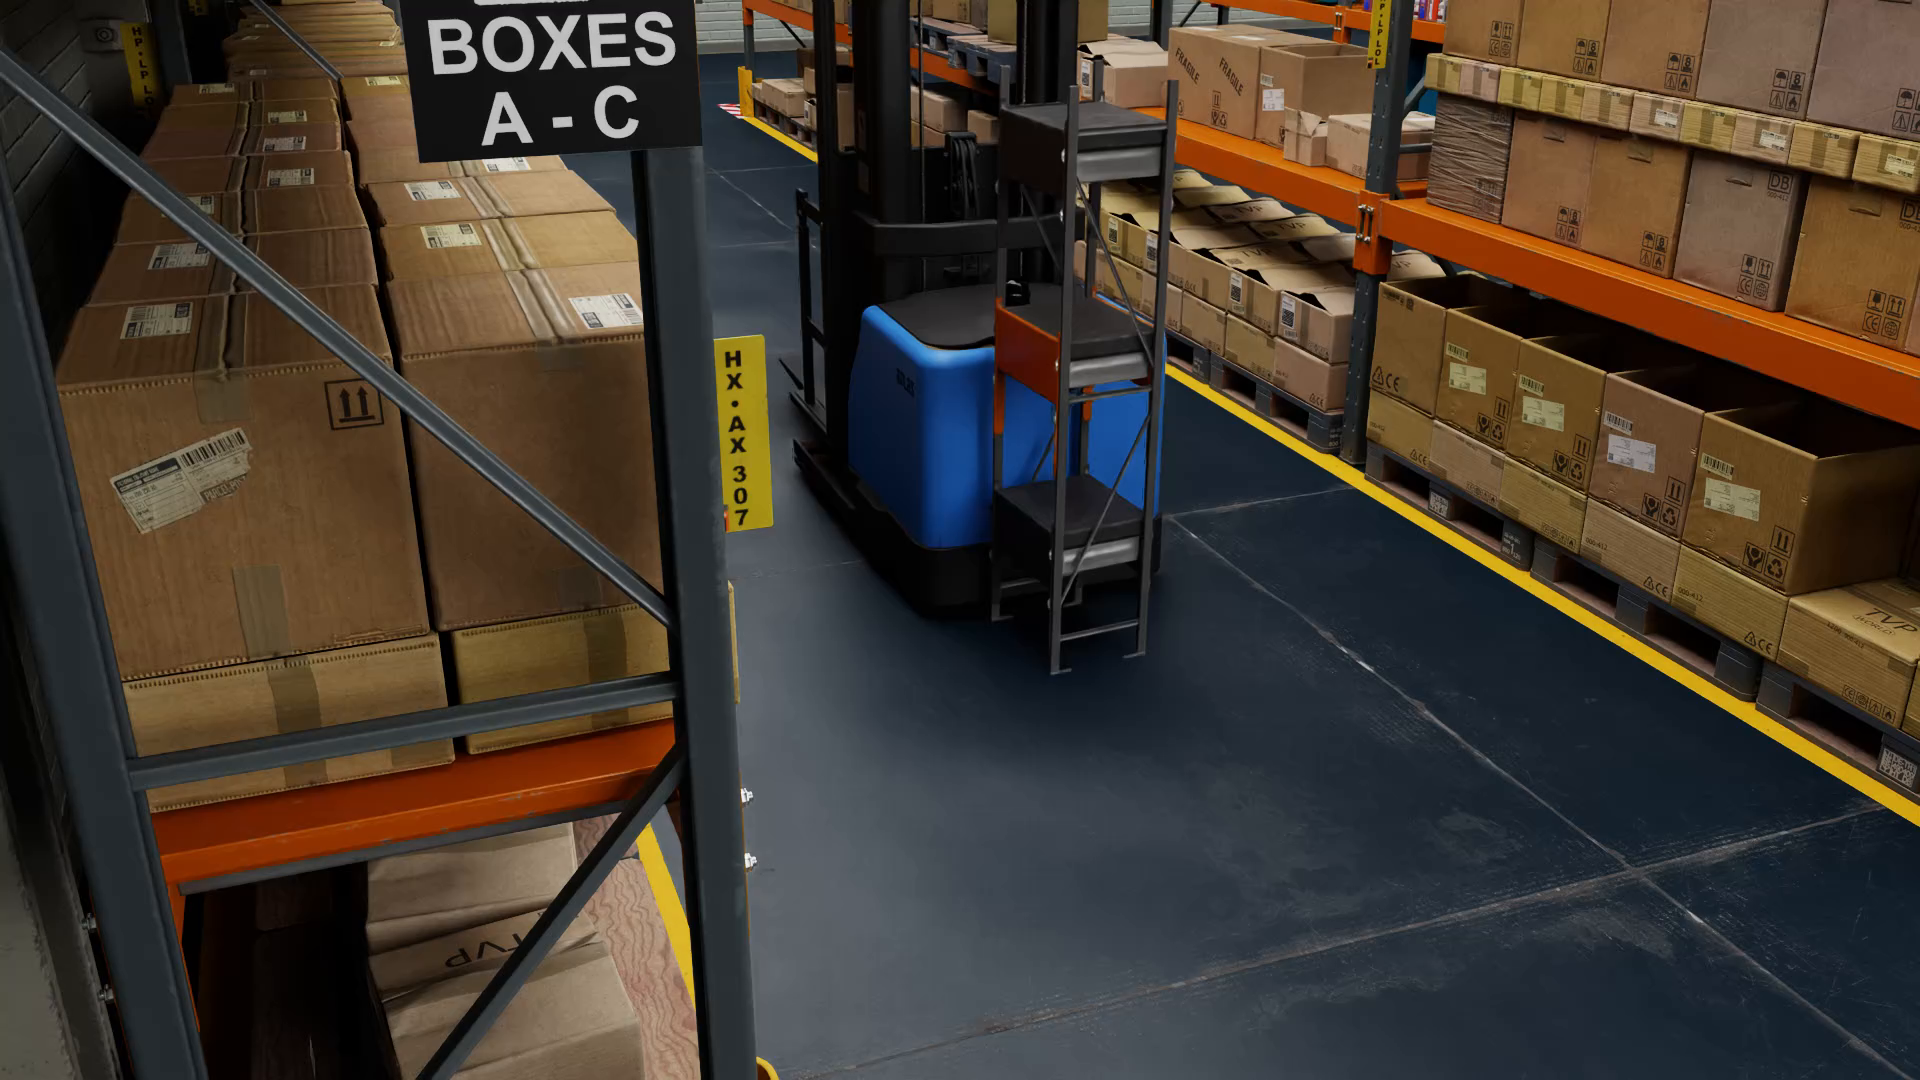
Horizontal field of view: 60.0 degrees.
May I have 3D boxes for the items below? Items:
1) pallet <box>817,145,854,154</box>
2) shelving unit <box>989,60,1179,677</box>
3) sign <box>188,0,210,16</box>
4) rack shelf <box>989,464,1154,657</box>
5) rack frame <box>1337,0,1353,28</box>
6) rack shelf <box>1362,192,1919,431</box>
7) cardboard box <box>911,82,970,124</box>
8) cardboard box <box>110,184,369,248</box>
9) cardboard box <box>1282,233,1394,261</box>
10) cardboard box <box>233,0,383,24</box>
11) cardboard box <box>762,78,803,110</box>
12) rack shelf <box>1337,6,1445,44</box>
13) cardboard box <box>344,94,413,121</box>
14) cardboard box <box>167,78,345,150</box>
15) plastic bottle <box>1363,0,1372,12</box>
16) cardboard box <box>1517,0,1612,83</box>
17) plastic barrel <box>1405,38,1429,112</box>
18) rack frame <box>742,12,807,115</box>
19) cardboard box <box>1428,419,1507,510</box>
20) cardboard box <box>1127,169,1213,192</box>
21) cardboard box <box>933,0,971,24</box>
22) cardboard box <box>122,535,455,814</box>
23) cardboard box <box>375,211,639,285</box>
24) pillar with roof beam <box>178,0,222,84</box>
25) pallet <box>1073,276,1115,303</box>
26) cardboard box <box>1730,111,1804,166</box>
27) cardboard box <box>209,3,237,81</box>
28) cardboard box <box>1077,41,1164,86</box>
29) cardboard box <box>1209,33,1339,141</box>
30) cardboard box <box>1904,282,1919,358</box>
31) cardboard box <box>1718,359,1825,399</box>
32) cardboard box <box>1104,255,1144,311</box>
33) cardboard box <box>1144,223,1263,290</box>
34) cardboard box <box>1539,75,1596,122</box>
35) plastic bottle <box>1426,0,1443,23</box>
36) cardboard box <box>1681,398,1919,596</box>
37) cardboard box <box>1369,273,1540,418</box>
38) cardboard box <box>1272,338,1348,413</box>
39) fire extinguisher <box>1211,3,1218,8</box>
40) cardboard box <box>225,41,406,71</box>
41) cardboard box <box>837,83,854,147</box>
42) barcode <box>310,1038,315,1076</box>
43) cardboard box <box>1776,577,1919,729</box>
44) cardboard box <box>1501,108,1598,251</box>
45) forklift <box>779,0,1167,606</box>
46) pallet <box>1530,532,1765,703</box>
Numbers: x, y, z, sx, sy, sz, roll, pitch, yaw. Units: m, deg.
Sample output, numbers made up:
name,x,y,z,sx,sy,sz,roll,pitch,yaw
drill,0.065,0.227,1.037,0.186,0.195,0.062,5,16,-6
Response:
name,x,y,z,sx,sy,sz,roll,pitch,yaw
pallet,-0.711,-3.699,15.756,1.003,0.211,1.213,-8,24,-19
shelving unit,0.413,-0.588,5.929,0.431,2.100,0.503,-10,26,-23
sign,-4.208,-3.057,9.149,0.100,0.325,0.005,-8,24,-19
rack shelf,0.407,0.066,6.217,0.431,0.518,0.480,-10,26,-23
rack frame,4.166,-5.413,16.231,1.000,3.000,0.127,-8,24,-19
rack shelf,3.063,-0.770,6.140,1.077,0.370,4.000,-8,24,-19
cardboard box,-0.173,-3.559,13.518,0.500,0.250,0.500,-8,24,-19
cardboard box,-1.584,-0.493,3.759,0.500,0.500,0.500,-9,24,-20
cardboard box,2.088,-1.568,9.385,0.500,0.311,0.500,-9,25,-21
cardboard box,-3.514,-2.680,9.051,0.700,0.500,0.500,-11,25,-25
cardboard box,-1.779,-4.706,17.526,0.500,0.250,0.500,-8,24,-19
rack shelf,4.872,-4.355,14.646,1.077,0.370,4.000,-8,24,-19
cardboard box,-1.638,-1.123,5.253,0.500,0.500,0.500,-8,24,-19
cardboard box,-2.306,-1.233,5.516,0.500,0.500,0.500,-9,24,-20
plastic bottle,3.896,-5.167,15.798,0.061,0.283,0.133,-8,24,-19
cardboard box,2.699,-2.128,6.638,0.700,0.500,0.500,-8,24,-19
plastic barrel,4.342,-4.440,16.082,0.600,0.901,0.708,-8,24,-19
rack frame,-1.883,-6.188,18.070,1.000,3.000,0.127,-8,24,-19
cardboard box,2.409,-0.362,7.246,0.500,0.250,0.500,-8,24,-19
cardboard box,1.359,-2.310,11.145,0.500,0.311,0.500,-8,24,-18
cardboard box,0.212,-4.341,13.018,0.700,0.500,0.500,-15,27,-32
cardboard box,-1.210,0.223,3.026,0.500,0.250,0.500,-8,24,-18
cardboard box,-0.916,-0.375,3.479,0.500,0.500,0.500,-8,24,-19
pillar with roof beam,-2.132,-7.545,13.564,9.100,9.000,0.400,-8,24,-19
pallet,1.198,-1.692,10.992,1.003,0.211,1.213,-8,24,-19
cardboard box,2.906,-1.396,5.735,0.380,0.149,0.250,-9,24,-20
cardboard box,-4.103,-2.928,9.798,0.500,0.500,0.500,-8,24,-19
cardboard box,1.031,-3.102,10.863,0.500,0.311,0.500,-7,24,-16
cardboard box,1.737,-2.529,9.259,0.500,0.500,0.500,-8,24,-19
cardboard box,3.427,-0.782,5.115,0.700,0.500,0.500,-8,24,-18
cardboard box,3.261,-0.417,6.412,0.500,0.500,0.500,-8,24,-19
cardboard box,1.221,-1.607,10.199,0.500,0.250,0.500,-9,24,-20
cardboard box,1.407,-1.674,9.636,0.500,0.311,0.500,-9,24,-20
cardboard box,2.546,-1.769,6.621,0.380,0.149,0.250,-9,24,-19
plastic bottle,4.300,-4.799,14.934,0.152,0.276,0.135,-8,24,-19
cardboard box,2.935,-0.162,5.806,0.500,0.500,0.500,-8,24,-19
cardboard box,2.227,-0.889,7.530,0.500,0.500,0.500,-8,24,-19
cardboard box,1.939,-0.865,8.440,0.500,0.250,0.500,-9,24,-20
fire extinguisher,3.124,-6.776,20.045,0.296,0.674,0.183,-8,24,-19
cardboard box,-2.615,-1.789,6.938,0.700,0.500,0.500,-6,24,-14
cardboard box,-0.936,-3.954,15.420,0.500,0.500,0.500,-8,24,-19
barcode,-1.404,1.123,3.607,0.001,0.075,0.075,-8,24,-19
cardboard box,3.116,0.365,5.522,0.500,0.250,0.500,-8,24,-19
cardboard box,2.712,-1.523,6.872,0.700,0.500,0.500,-9,24,-20
forklift,-0.155,-1.637,7.361,1.130,2.935,3.031,-8,24,-18
pallet,3.033,0.196,6.514,1.003,0.211,1.213,-8,24,-19
